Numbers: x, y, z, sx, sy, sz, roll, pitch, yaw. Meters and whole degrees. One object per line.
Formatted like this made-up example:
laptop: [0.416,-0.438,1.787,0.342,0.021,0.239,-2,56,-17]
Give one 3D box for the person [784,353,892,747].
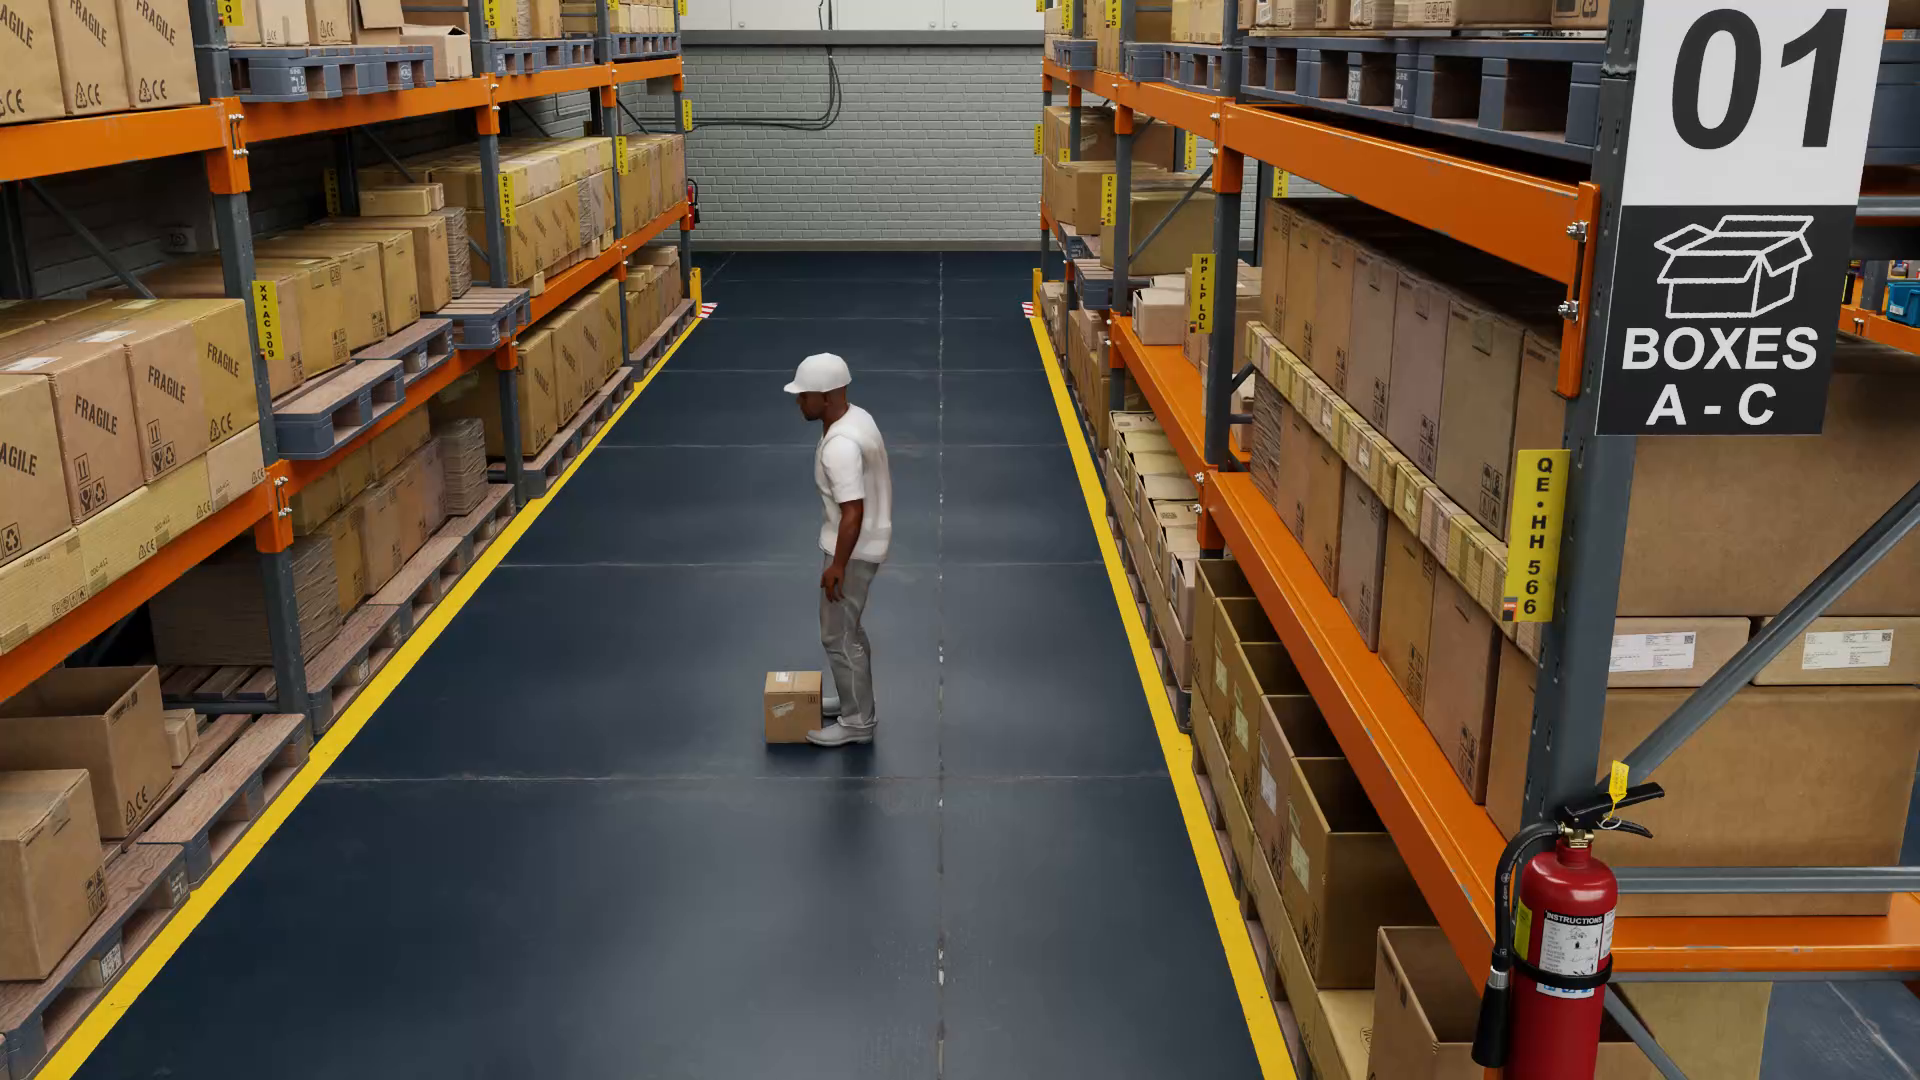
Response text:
person: [-0.527,0.035,7.398,0.460,1.760,0.625,0,17,-1]
